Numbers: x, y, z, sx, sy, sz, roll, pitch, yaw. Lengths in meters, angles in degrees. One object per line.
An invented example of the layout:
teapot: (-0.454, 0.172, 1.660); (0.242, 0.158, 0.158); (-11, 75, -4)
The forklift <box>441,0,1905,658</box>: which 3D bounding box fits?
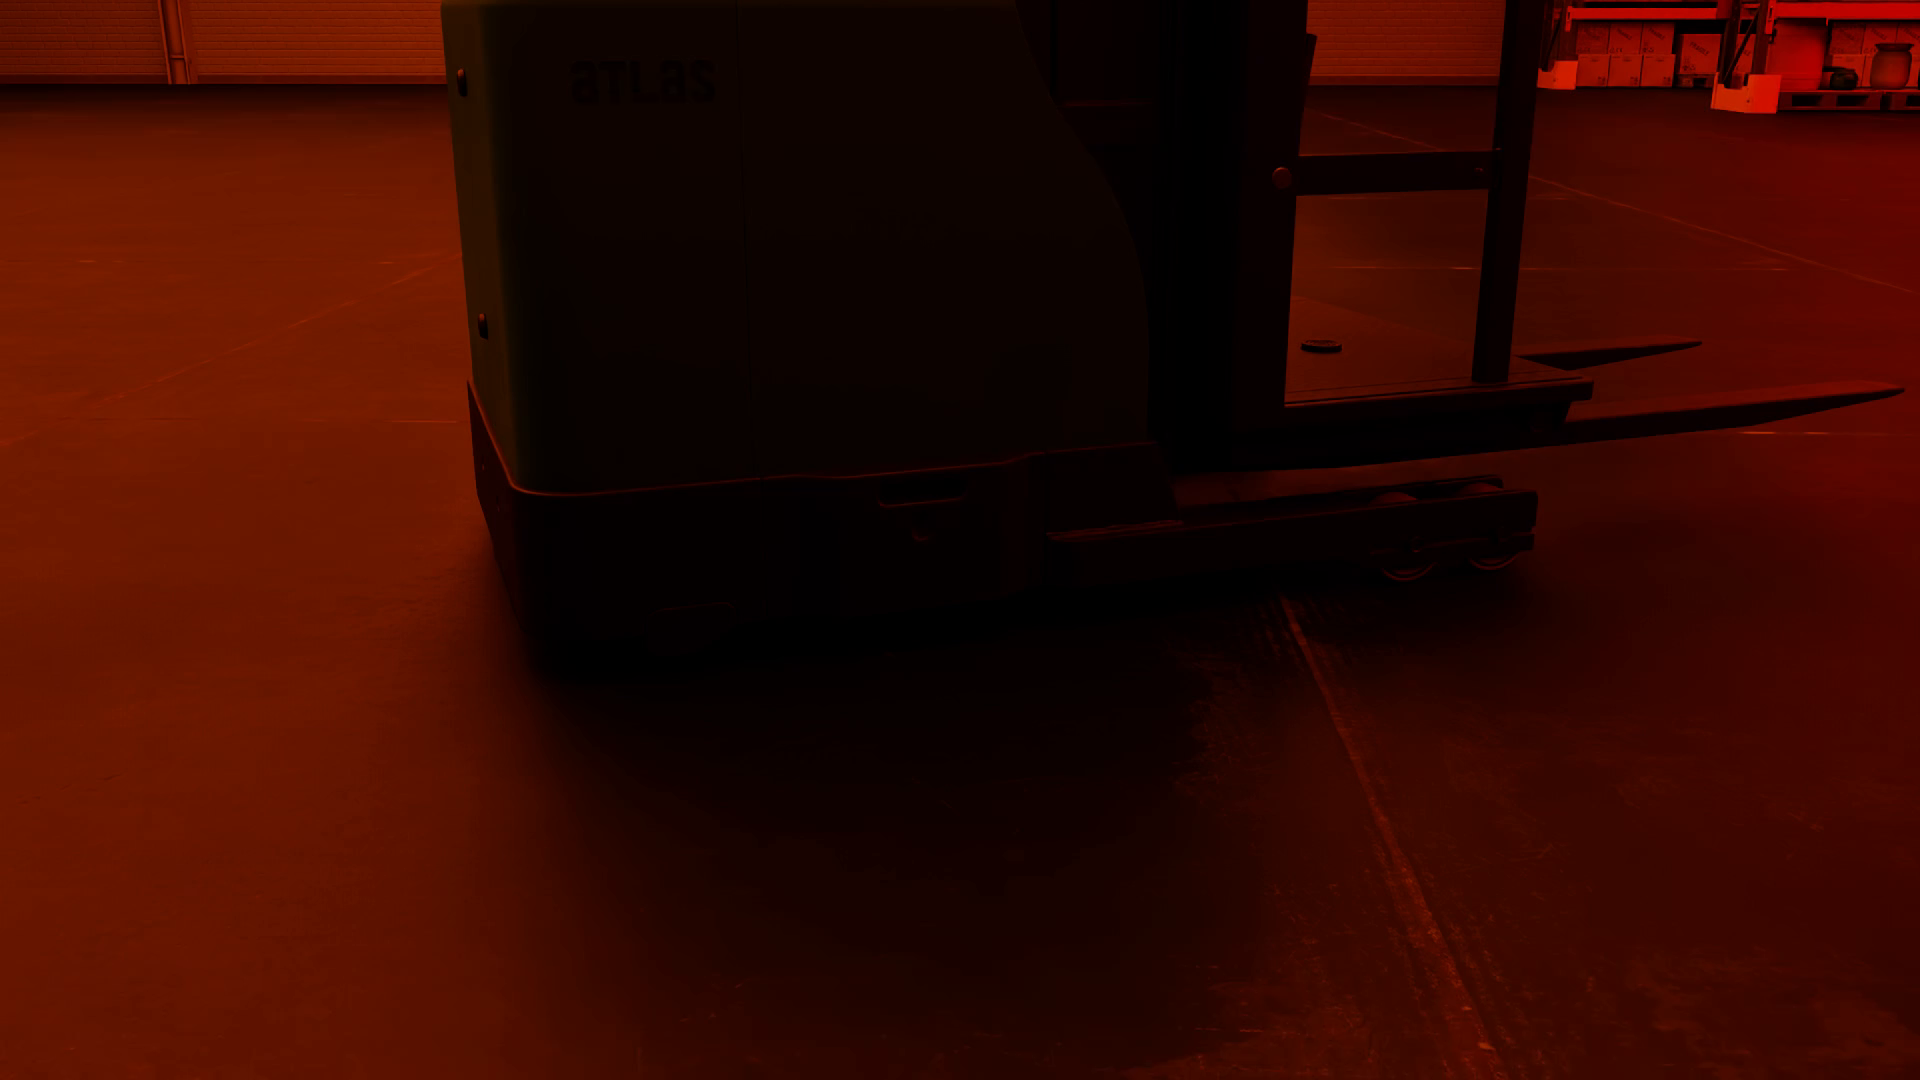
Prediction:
forklift: (0.571, -1.462, 3.137); (3.031, 2.935, 1.130); (-6, 18, -19)
